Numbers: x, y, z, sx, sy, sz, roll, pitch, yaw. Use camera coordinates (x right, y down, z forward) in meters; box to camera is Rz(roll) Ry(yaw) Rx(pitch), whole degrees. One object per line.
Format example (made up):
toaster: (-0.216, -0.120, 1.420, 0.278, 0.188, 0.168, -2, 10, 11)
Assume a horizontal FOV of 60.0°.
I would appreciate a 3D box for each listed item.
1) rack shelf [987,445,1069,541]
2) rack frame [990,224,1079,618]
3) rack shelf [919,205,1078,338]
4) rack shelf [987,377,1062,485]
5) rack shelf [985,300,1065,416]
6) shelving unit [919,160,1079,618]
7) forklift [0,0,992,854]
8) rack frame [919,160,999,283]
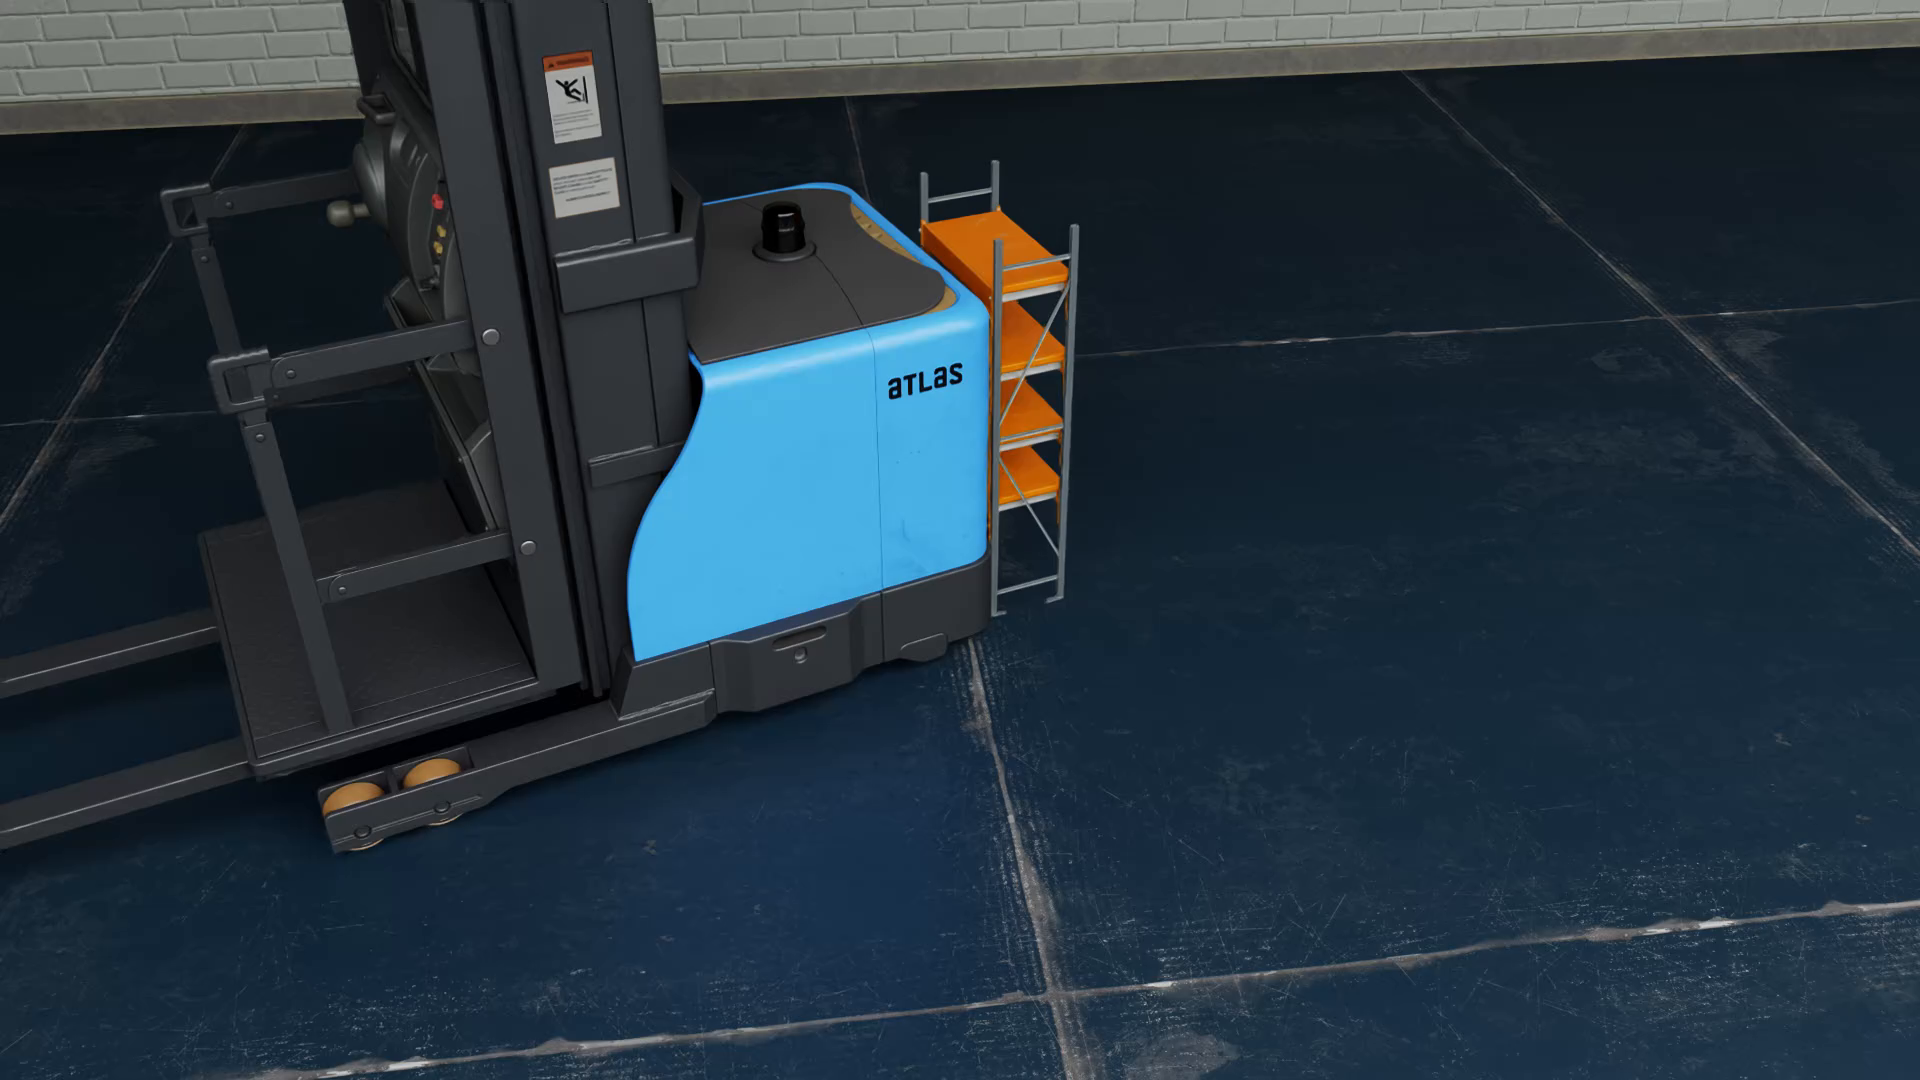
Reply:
rack shelf: (0.098, -0.201, 4.952, 0.258, 0.148, 0.480, -14, 37, -20)
rack frame: (0.198, -0.296, 4.618, 0.240, 1.200, 0.015, -14, 37, -20)
rack shelf: (0.098, -0.746, 4.581, 0.258, 0.148, 0.480, -14, 37, -20)
rack shelf: (0.098, -0.365, 4.840, 0.258, 0.148, 0.480, -14, 37, -20)
rack shelf: (0.098, -0.550, 4.714, 0.258, 0.148, 0.480, -14, 37, -20)
shelving unit: (0.098, -0.421, 4.802, 0.258, 1.200, 0.503, -14, 37, -20)
forklift: (-1.462, -0.784, 3.798, 3.031, 2.935, 1.130, -16, 37, -22)
rack frame: (-0.001, -0.546, 4.986, 0.240, 1.200, 0.015, -14, 37, -20)
